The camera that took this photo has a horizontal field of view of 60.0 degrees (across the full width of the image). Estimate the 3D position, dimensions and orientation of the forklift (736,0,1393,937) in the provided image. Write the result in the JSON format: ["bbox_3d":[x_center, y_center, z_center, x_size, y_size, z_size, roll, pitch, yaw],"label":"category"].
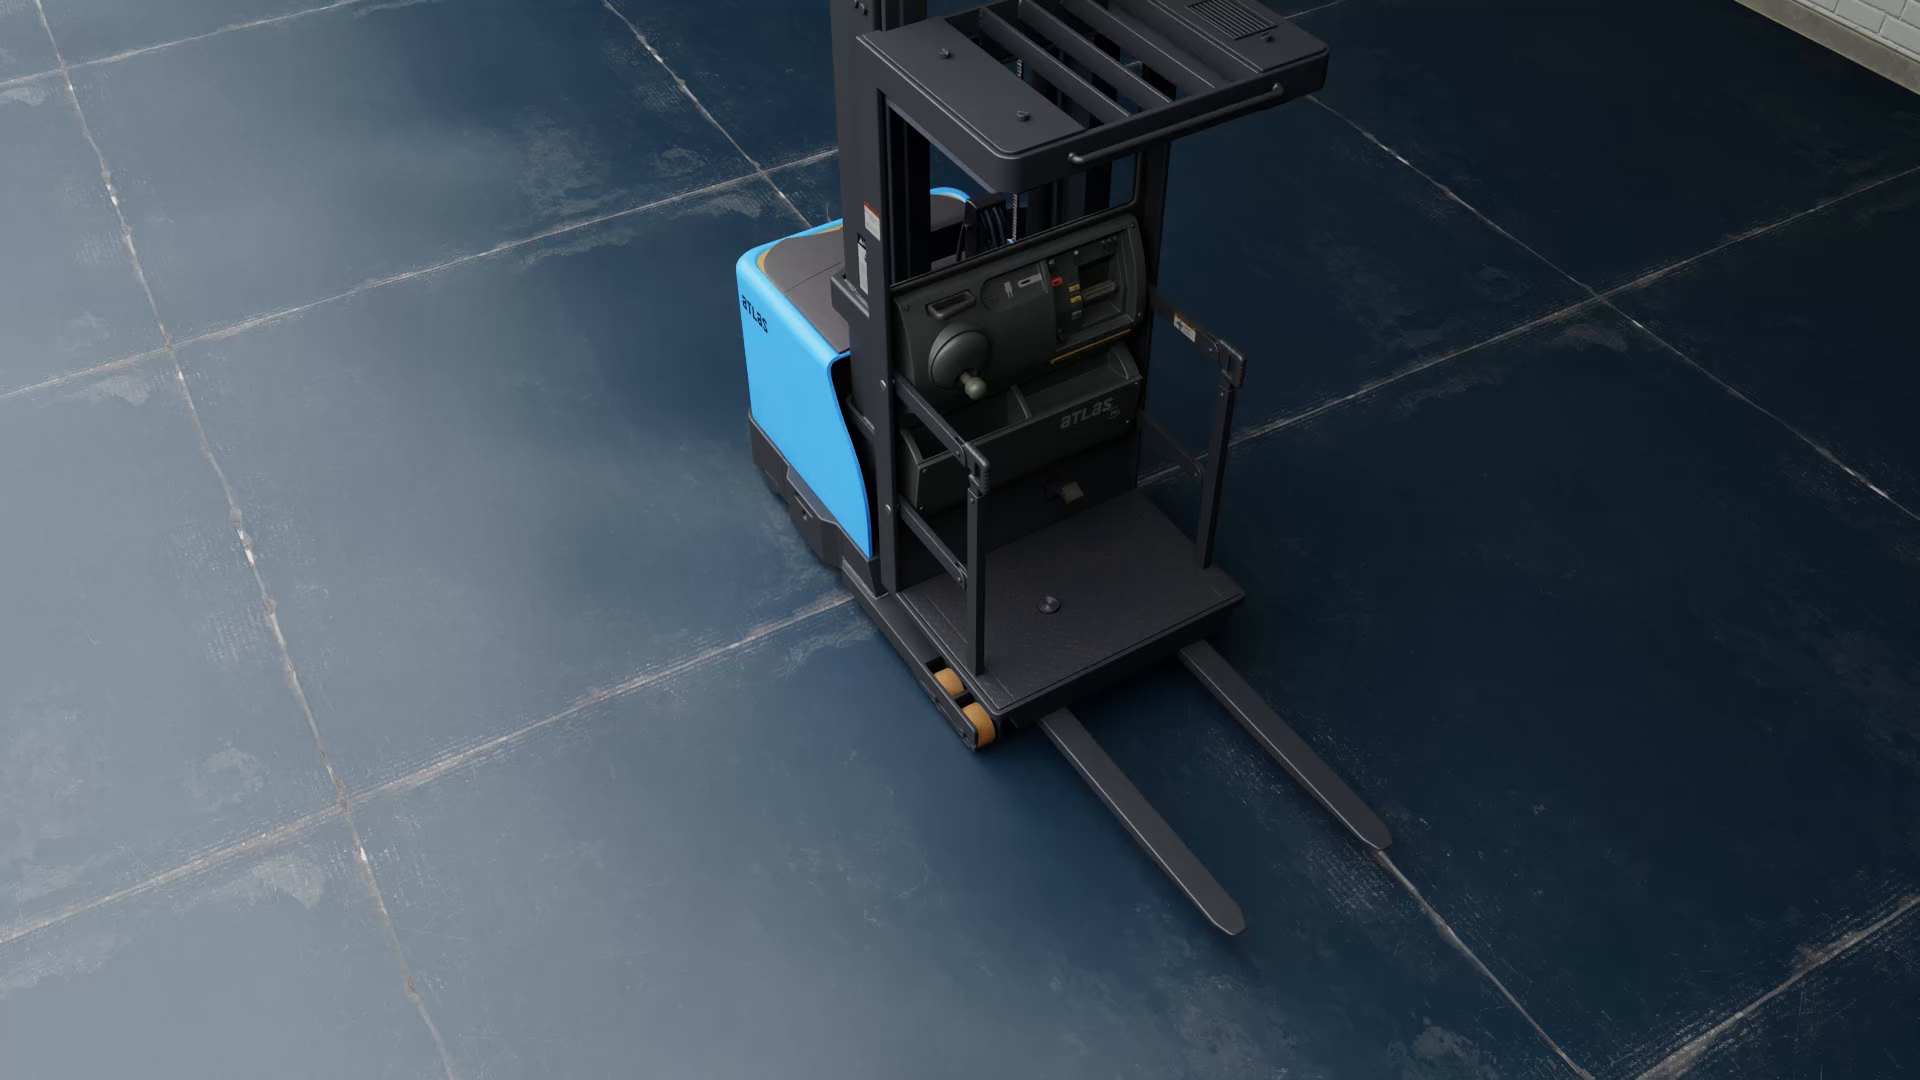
[{"bbox_3d":[0.332,-0.679,5.345,1.130,2.935,3.031,-23,49,-22],"label":"forklift"}]

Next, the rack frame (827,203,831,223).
[{"bbox_3d":[-0.515,-0.993,7.128,0.006,0.900,0.240,-12,45,-12],"label":"rack frame"}]

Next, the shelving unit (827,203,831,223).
[{"bbox_3d":[-0.418,-1.014,7.149,0.210,0.900,0.258,-12,45,-12],"label":"shelving unit"}]
